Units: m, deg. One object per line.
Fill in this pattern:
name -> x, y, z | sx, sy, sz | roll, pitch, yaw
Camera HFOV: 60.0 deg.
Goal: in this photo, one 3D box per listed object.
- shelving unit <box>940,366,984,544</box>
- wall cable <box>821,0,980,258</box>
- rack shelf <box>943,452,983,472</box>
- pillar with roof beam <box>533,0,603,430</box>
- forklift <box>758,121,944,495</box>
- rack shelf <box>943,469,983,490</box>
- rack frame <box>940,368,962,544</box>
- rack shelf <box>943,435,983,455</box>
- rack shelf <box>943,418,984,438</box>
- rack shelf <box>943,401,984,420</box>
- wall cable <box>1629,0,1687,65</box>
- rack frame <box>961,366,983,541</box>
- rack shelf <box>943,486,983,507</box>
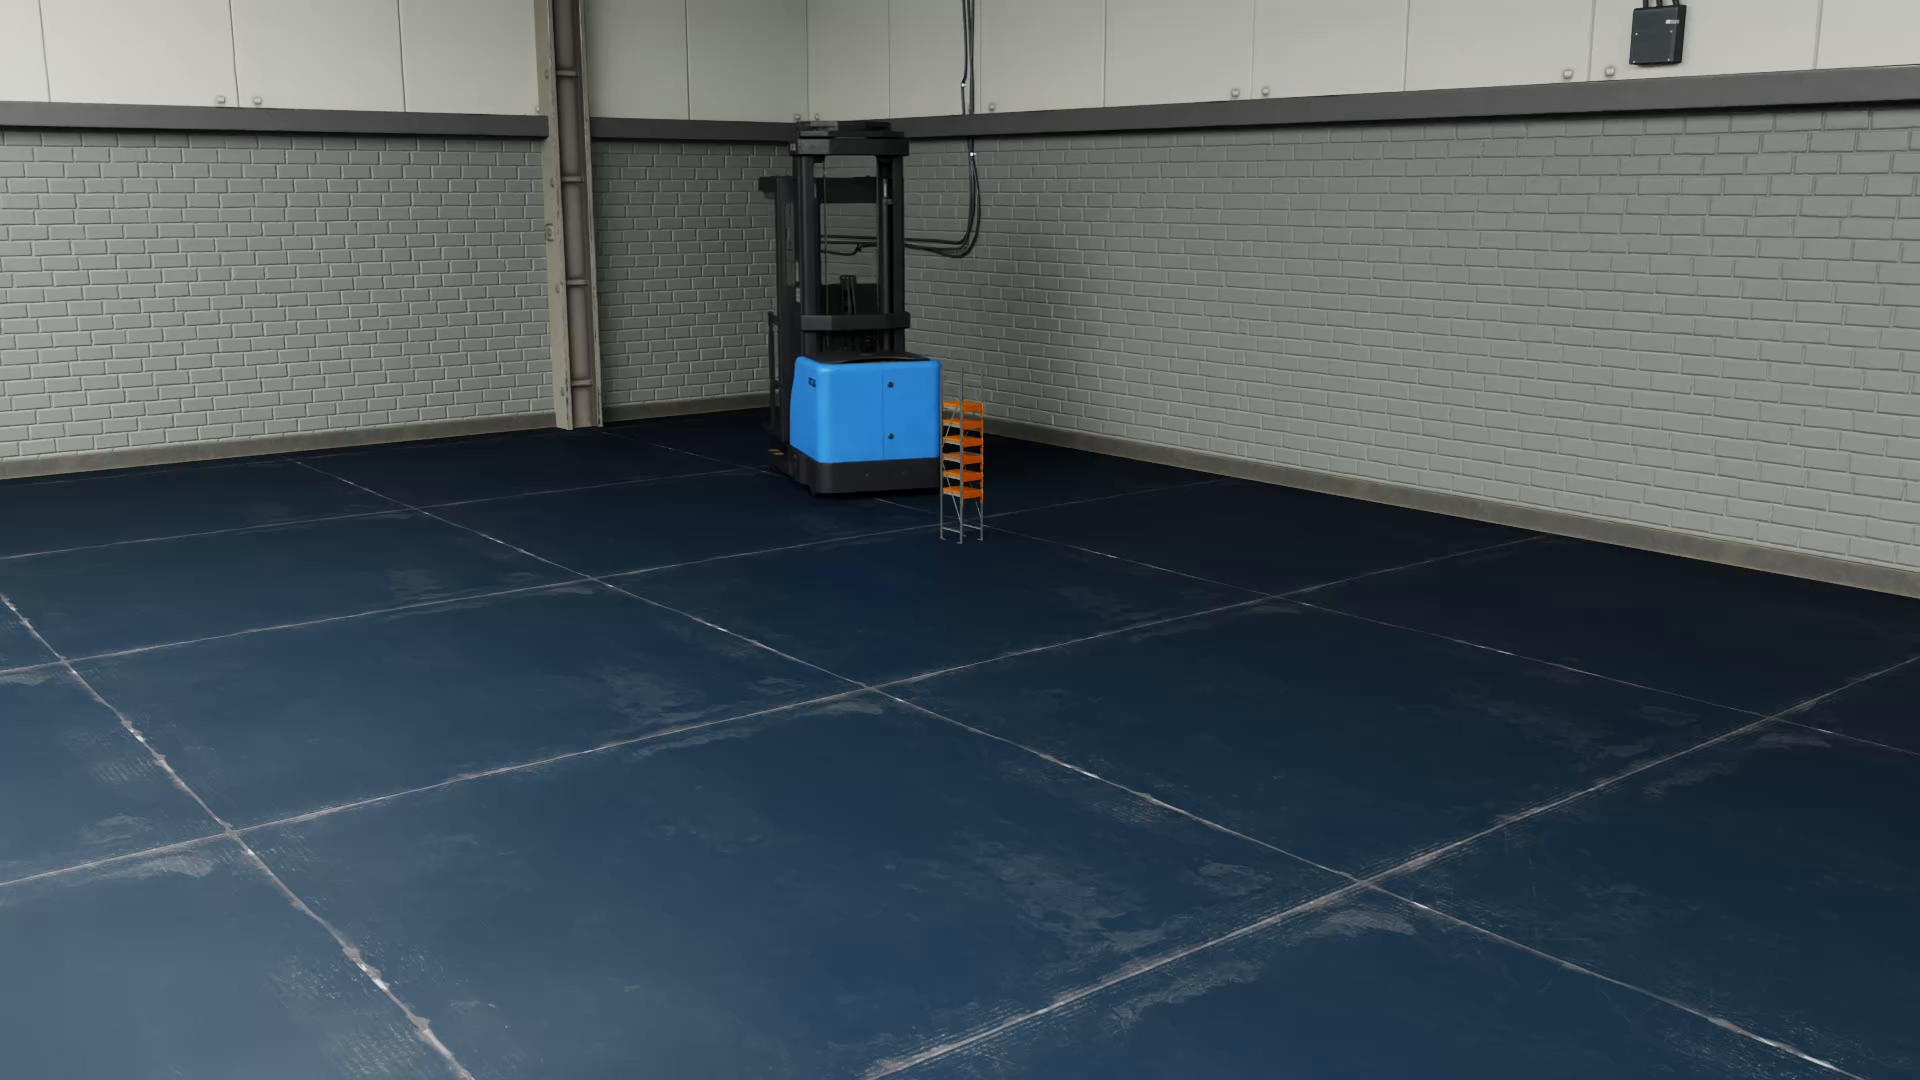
shelving unit -> 0.011, -0.589, 11.513 | 0.189, 1.200, 0.258 | -9, 15, -38
wall cable -> -0.798, -4.222, 17.323 | 0.112, 2.526, 3.097 | -9, 15, -38
rack shelf -> 0.011, -0.545, 11.522 | 0.180, 0.103, 0.258 | -9, 15, -38
pillar with roof beam -> -1.235, -4.875, 12.922 | 0.400, 9.000, 9.100 | -9, 15, -38
forklift -> -1.079, -2.051, 14.234 | 1.130, 2.935, 3.031 | -4, 13, -18
rack shelf -> 0.011, -0.428, 11.547 | 0.180, 0.103, 0.258 | -9, 15, -38
rack frame -> -0.060, -0.577, 11.457 | 0.006, 1.200, 0.240 | -9, 15, -38
rack shelf -> 0.011, -0.663, 11.497 | 0.180, 0.103, 0.258 | -9, 15, -38
rack shelf -> 0.011, -0.780, 11.472 | 0.180, 0.103, 0.258 | -9, 15, -38
rack shelf -> 0.011, -0.897, 11.447 | 0.180, 0.103, 0.258 | -9, 15, -38
wall cable -> 5.120, -5.863, 9.386 | 0.169, 6.003, 2.305 | -9, 15, -38
rack frame -> 0.083, -0.601, 11.569 | 0.006, 1.200, 0.240 | -9, 15, -38
rack shelf -> 0.011, -0.311, 11.572 | 0.180, 0.103, 0.258 | -9, 15, -38
